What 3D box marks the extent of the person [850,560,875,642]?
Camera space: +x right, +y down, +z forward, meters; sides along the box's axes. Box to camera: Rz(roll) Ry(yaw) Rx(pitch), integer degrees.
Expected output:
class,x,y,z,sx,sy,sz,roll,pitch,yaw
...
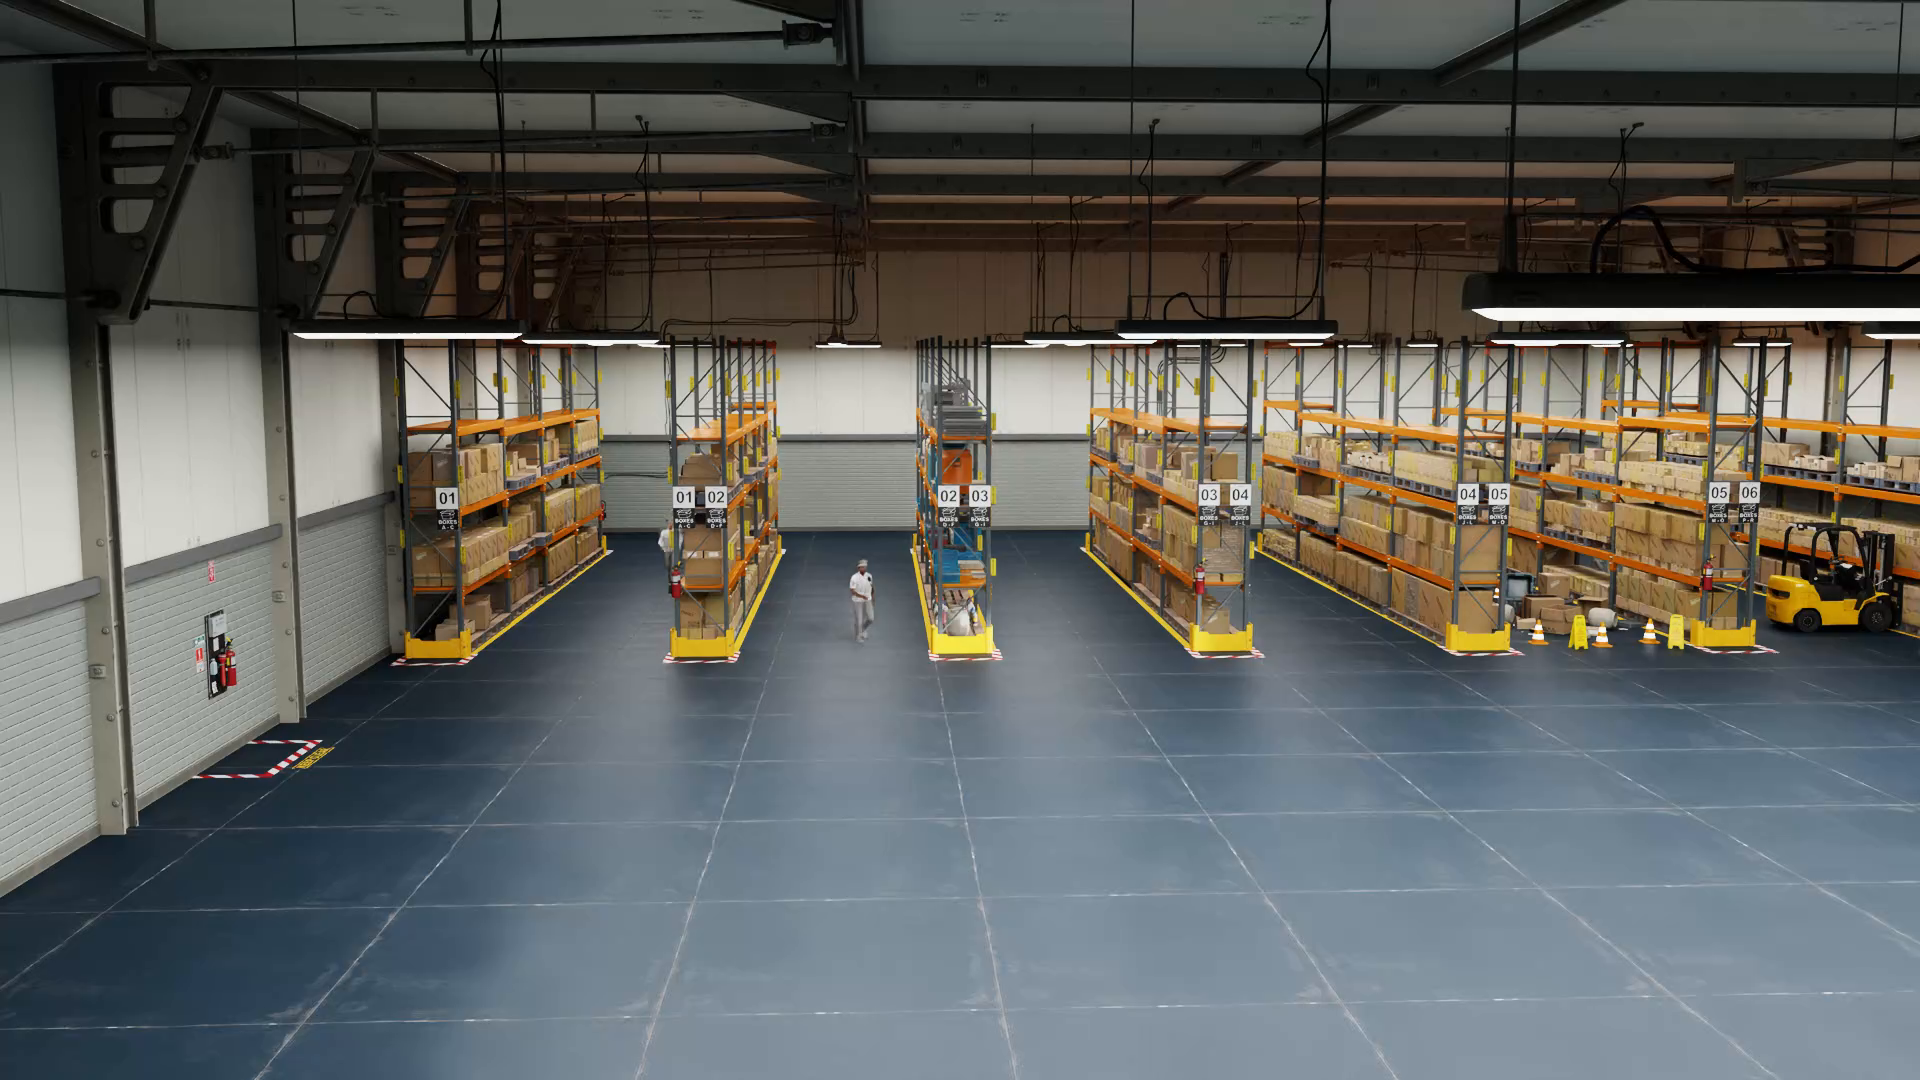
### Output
class,x,y,z,sx,sy,sz,roll,pitch,yaw
person,-1.898,1.205,32.617,0.524,1.636,0.664,-3,7,-27

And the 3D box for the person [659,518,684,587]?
class,x,y,z,sx,sy,sz,roll,pitch,yaw
person,-7.069,0.275,40.716,0.605,1.672,0.840,-1,7,-8

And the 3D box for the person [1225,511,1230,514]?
class,x,y,z,sx,sy,sz,roll,pitch,yaw
person,7.548,-0.416,46.959,0.579,1.680,0.800,0,7,4

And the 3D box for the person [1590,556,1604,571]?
class,x,y,z,sx,sy,sz,roll,pitch,yaw
person,16.095,0.123,42.023,0.618,1.701,0.864,-1,7,-6
